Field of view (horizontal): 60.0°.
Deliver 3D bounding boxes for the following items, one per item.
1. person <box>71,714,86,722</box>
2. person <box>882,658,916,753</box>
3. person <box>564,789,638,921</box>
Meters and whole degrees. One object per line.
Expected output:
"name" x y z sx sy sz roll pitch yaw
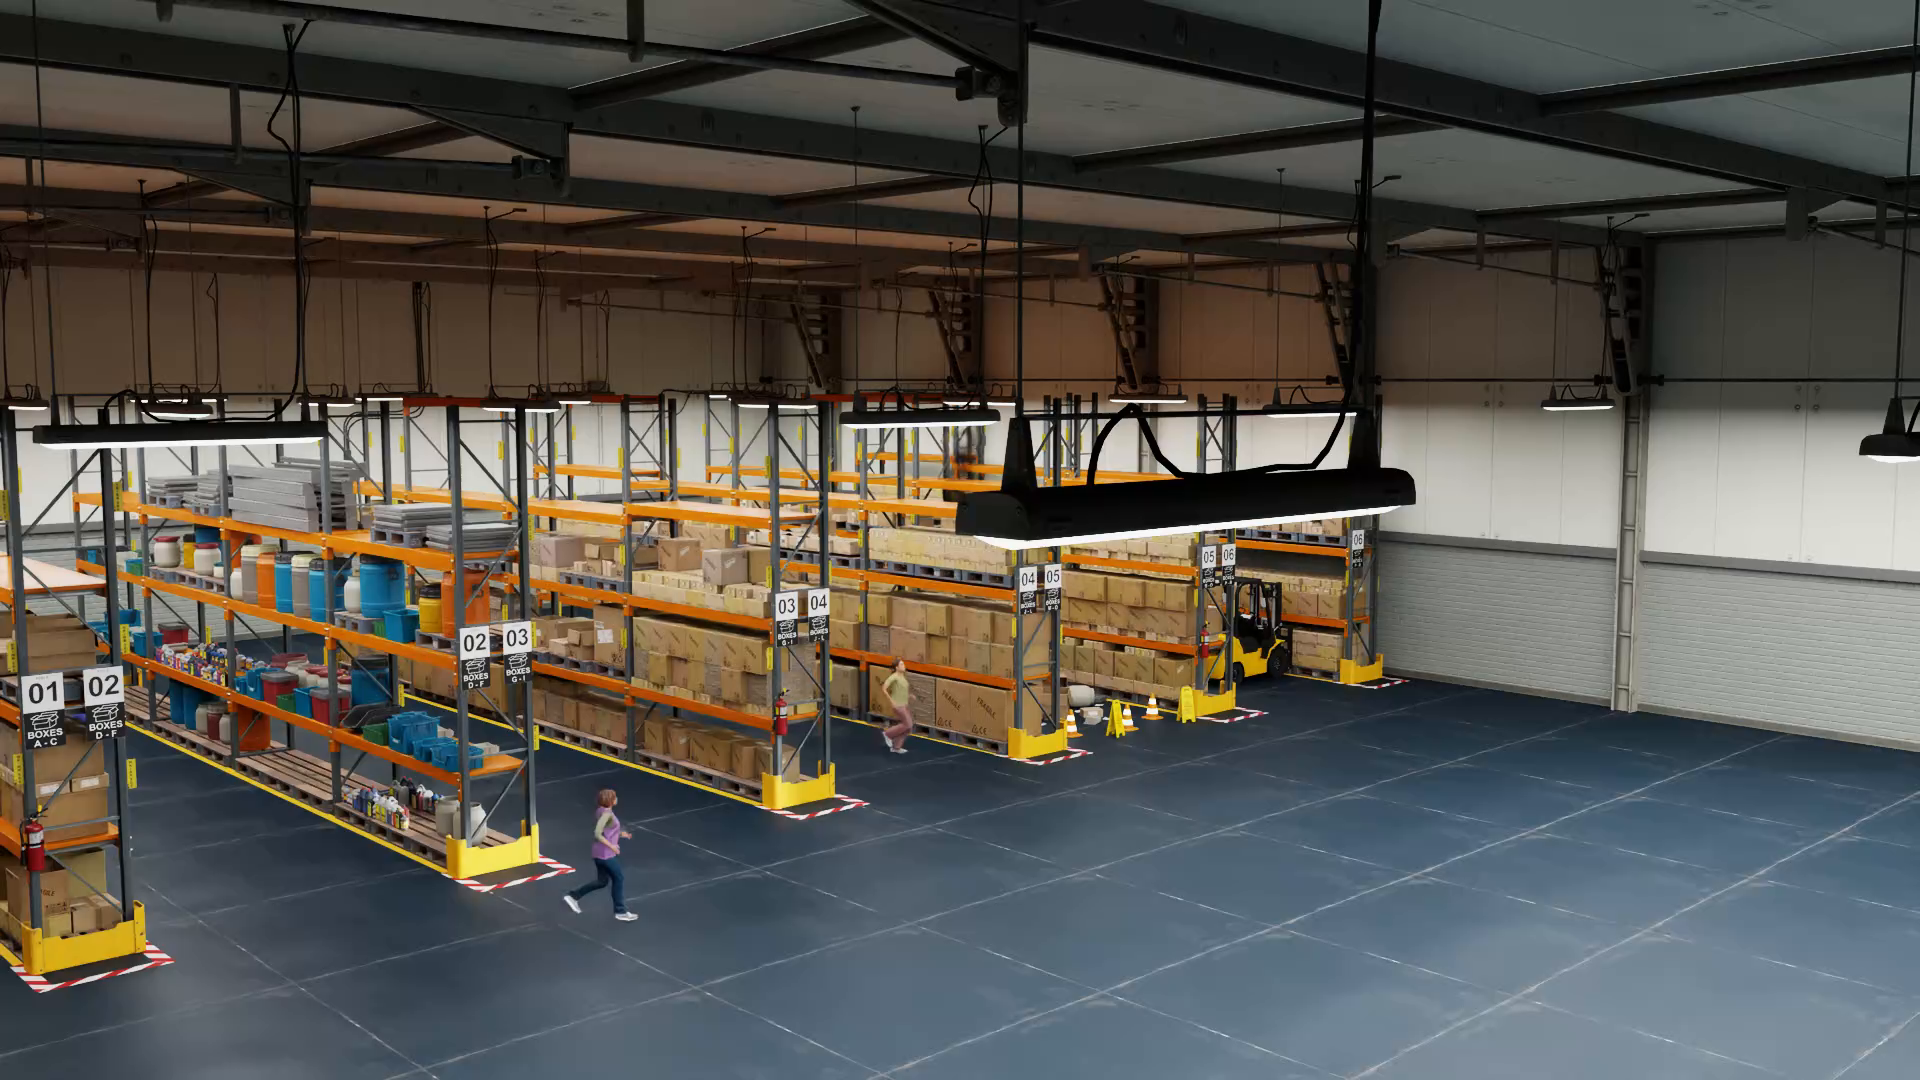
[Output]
"person" -13.018 3.112 24.892 0.645 1.620 0.552 3 6 31
"person" -1.021 2.806 28.152 0.545 1.624 0.580 2 6 22
"person" -4.173 3.681 19.320 0.842 1.593 0.545 -2 6 -20
